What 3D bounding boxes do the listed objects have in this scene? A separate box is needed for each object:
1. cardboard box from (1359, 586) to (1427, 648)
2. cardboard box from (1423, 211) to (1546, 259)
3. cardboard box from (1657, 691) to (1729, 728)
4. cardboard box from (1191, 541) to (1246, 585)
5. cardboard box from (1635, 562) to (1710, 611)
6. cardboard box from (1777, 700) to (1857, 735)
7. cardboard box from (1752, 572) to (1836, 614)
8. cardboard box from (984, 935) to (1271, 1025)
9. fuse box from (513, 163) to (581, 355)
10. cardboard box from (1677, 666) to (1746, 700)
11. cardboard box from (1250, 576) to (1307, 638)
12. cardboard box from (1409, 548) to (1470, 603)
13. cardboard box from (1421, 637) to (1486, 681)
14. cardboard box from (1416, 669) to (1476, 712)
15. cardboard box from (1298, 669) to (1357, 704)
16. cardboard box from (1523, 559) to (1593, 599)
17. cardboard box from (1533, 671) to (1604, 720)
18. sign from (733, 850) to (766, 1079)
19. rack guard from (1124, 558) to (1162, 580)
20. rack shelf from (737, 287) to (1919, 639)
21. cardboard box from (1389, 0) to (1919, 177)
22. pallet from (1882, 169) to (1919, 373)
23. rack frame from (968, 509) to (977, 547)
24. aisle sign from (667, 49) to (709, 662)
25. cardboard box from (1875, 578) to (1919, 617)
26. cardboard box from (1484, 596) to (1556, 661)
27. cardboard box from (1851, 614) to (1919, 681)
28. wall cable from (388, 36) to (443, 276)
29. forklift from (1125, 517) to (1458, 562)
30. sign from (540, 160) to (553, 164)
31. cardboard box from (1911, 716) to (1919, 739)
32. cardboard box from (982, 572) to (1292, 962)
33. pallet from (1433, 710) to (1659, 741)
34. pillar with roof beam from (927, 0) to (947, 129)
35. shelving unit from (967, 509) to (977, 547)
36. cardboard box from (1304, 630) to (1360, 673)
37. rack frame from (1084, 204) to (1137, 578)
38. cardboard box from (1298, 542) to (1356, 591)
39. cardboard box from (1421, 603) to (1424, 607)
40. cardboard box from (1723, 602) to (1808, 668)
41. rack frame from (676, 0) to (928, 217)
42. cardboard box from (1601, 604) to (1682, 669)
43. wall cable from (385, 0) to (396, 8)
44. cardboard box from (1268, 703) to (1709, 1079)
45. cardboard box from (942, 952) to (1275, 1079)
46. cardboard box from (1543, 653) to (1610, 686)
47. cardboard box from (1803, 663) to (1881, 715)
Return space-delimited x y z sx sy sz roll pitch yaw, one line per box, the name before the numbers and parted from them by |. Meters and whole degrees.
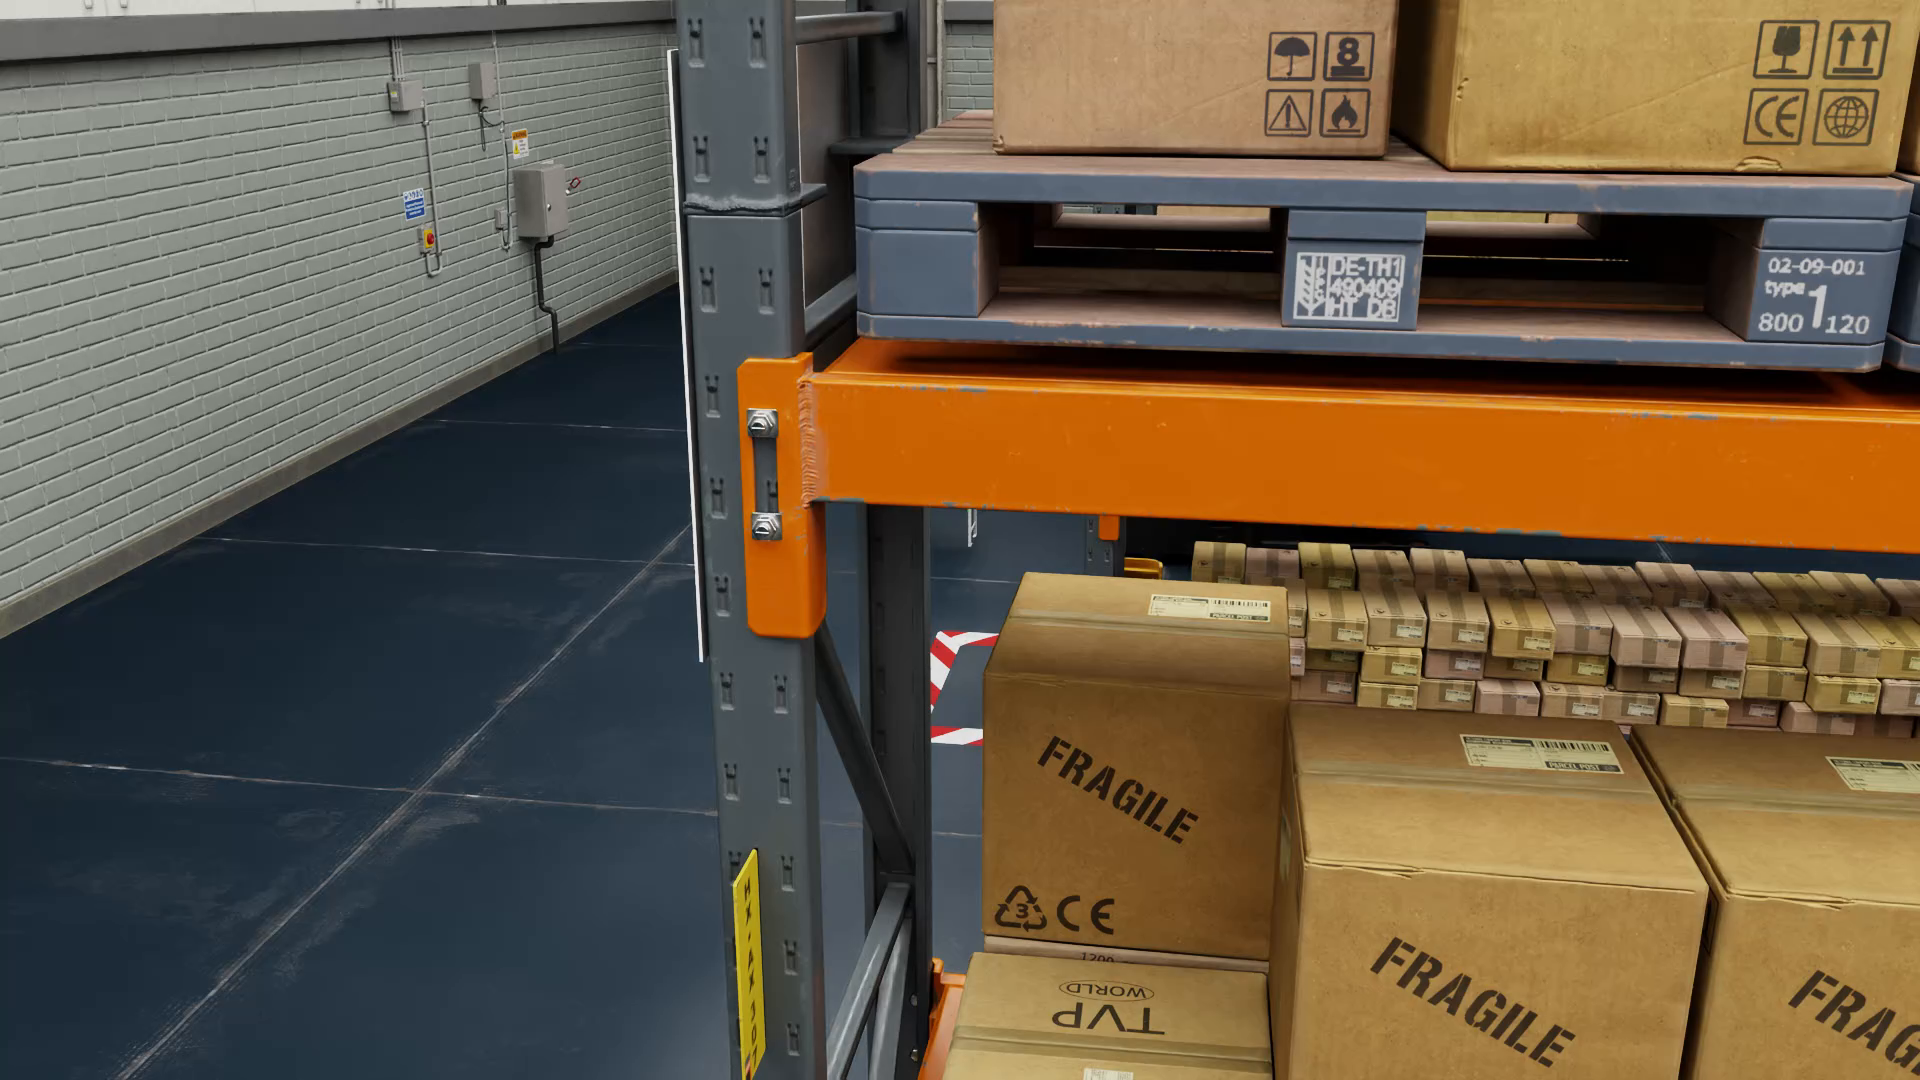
cardboard box | 1.931 0.341 7.449 0.250 0.149 0.380 2 19 6
cardboard box | 2.100 -1.178 6.895 0.500 0.500 0.500 2 19 7
cardboard box | 3.176 0.711 7.281 0.250 0.149 0.380 3 19 9
cardboard box | 1.252 0.140 8.050 0.250 0.149 0.380 3 19 9
cardboard box | 3.312 0.238 7.758 0.250 0.149 0.380 3 19 10
cardboard box | 3.683 0.731 7.222 0.250 0.149 0.380 2 19 7
cardboard box | 3.811 0.282 7.626 0.250 0.149 0.380 3 19 8
cardboard box | 0.323 0.742 3.125 0.500 0.250 0.500 3 19 8
fuse box | -3.719 -2.550 15.227 0.414 1.711 0.539 3 19 9
cardboard box | 3.254 0.551 7.290 0.250 0.149 0.380 3 19 10
cardboard box | 1.444 0.302 7.567 0.250 0.149 0.380 3 19 10
cardboard box | 2.287 0.173 7.952 0.250 0.149 0.380 4 19 11
cardboard box | 2.196 0.487 7.482 0.250 0.149 0.380 2 19 6
cardboard box | 2.176 0.630 7.525 0.250 0.149 0.380 3 19 9
cardboard box | 1.674 0.600 7.615 0.250 0.149 0.380 3 19 9
cardboard box | 2.793 0.225 7.796 0.250 0.149 0.380 3 19 9
cardboard box | 2.685 0.675 7.388 0.250 0.149 0.380 3 19 9
sign | -0.291 0.597 2.304 0.005 0.325 0.100 3 19 9
rack guard | 0.764 0.511 7.987 0.348 0.500 1.175 3 19 9
rack shelf | 1.778 -0.110 2.310 4.000 0.370 1.077 3 19 9
cardboard box | 0.861 -0.770 2.173 0.500 0.500 0.700 2 19 7
pallet | 1.745 -0.415 2.228 1.213 0.211 1.003 3 19 9
rack frame | 0.077 -0.565 10.101 0.015 1.200 0.240 3 19 9
aisle sign | -0.316 -0.271 2.290 0.004 0.787 0.394 3 19 9
cardboard box | 4.331 0.312 7.537 0.250 0.149 0.380 4 19 11
cardboard box | 2.455 0.386 7.316 0.250 0.149 0.380 3 19 9
cardboard box | 3.988 0.457 7.102 0.250 0.149 0.380 3 19 9
wall cable | -4.196 -3.007 12.911 0.123 1.953 0.585 3 19 9
forklift | 2.431 -1.383 9.816 3.031 2.935 1.130 1 19 3
sign | -3.845 -3.281 15.531 0.001 0.494 0.329 3 19 9
cardboard box | 4.198 0.763 7.125 0.250 0.149 0.380 3 19 9
cardboard box | 0.326 0.388 3.003 0.500 0.500 0.500 3 19 9
pallet | 2.762 0.763 7.691 1.213 0.211 1.003 3 19 9
pillar with roof beam | -1.044 -5.703 13.166 0.400 9.000 9.100 3 19 9
shelving unit | -0.163 -0.577 10.138 0.503 1.200 0.258 3 19 9
cardboard box | 1.683 0.457 7.573 0.250 0.149 0.380 3 19 9
rack frame | 0.689 -0.678 7.601 0.127 3.000 1.000 3 19 9
cardboard box | 1.767 0.144 8.039 0.250 0.149 0.380 3 19 7
cardboard box | 2.282 0.319 7.985 0.250 0.149 0.380 3 19 9
cardboard box | 3.497 0.410 7.245 0.250 0.149 0.380 4 19 10
rack frame | -0.197 -1.974 2.021 0.127 3.000 1.000 3 19 9
cardboard box | 2.947 0.415 7.228 0.250 0.149 0.380 2 19 7
wall cable | -4.286 -5.277 11.891 0.029 3.000 0.463 3 19 9
cardboard box | 0.728 0.579 2.430 0.500 0.500 0.500 2 19 7
cardboard box | 0.234 0.910 2.624 0.500 0.250 0.500 2 19 7
cardboard box | 2.736 0.505 7.430 0.250 0.149 0.380 4 19 11
cardboard box | 3.741 0.601 7.141 0.250 0.149 0.380 2 19 7
